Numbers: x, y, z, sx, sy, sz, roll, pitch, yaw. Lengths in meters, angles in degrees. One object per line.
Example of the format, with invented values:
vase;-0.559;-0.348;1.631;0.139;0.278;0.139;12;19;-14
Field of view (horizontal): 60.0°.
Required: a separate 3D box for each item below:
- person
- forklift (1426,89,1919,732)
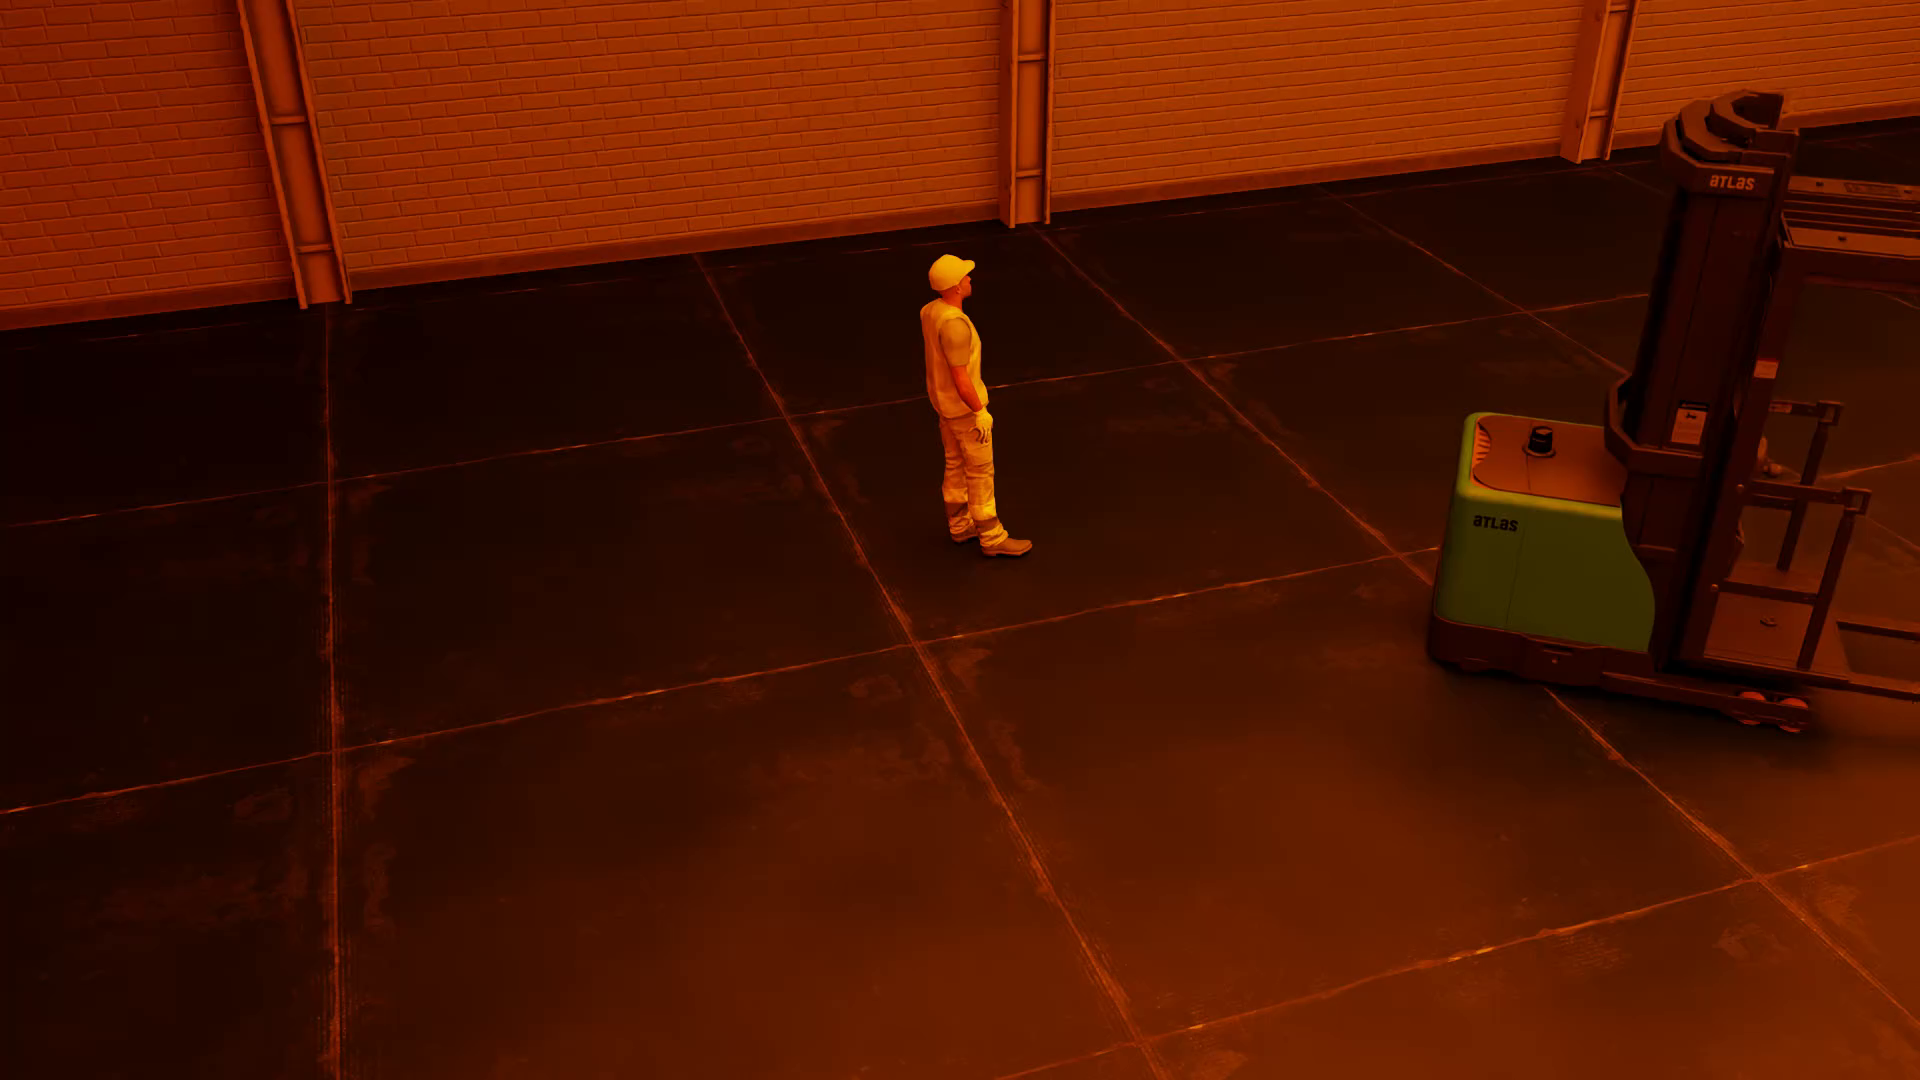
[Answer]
person;0.080;-0.789;9.590;0.562;1.789;0.638;-10;31;-16
forklift;4.062;-0.605;8.138;3.031;2.935;1.130;9;31;15
